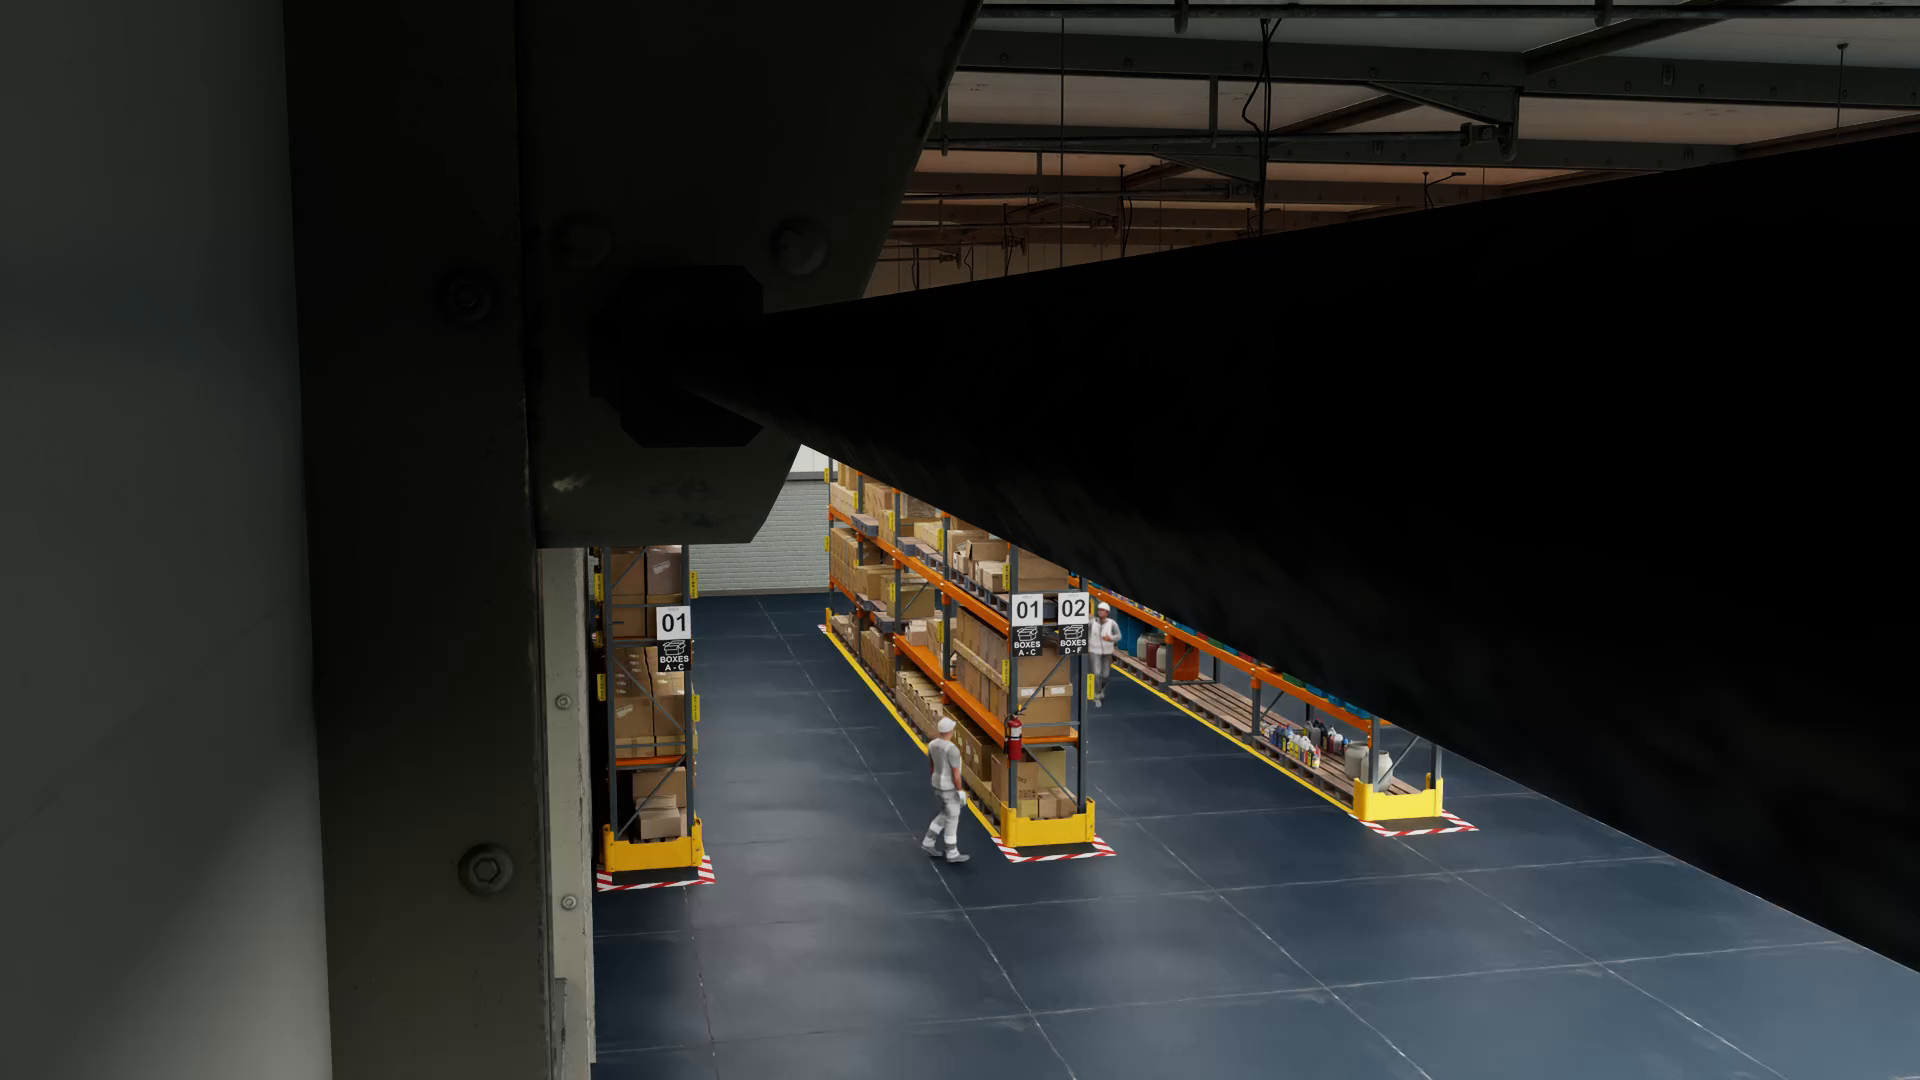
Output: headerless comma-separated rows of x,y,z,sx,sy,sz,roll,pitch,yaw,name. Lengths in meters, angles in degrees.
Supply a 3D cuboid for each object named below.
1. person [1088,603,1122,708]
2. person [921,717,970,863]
2.536,1.996,29.229,0.562,1.810,0.829,-1,7,-8,person
-0.161,3.040,20.327,0.496,1.795,0.627,-4,8,-29,person
